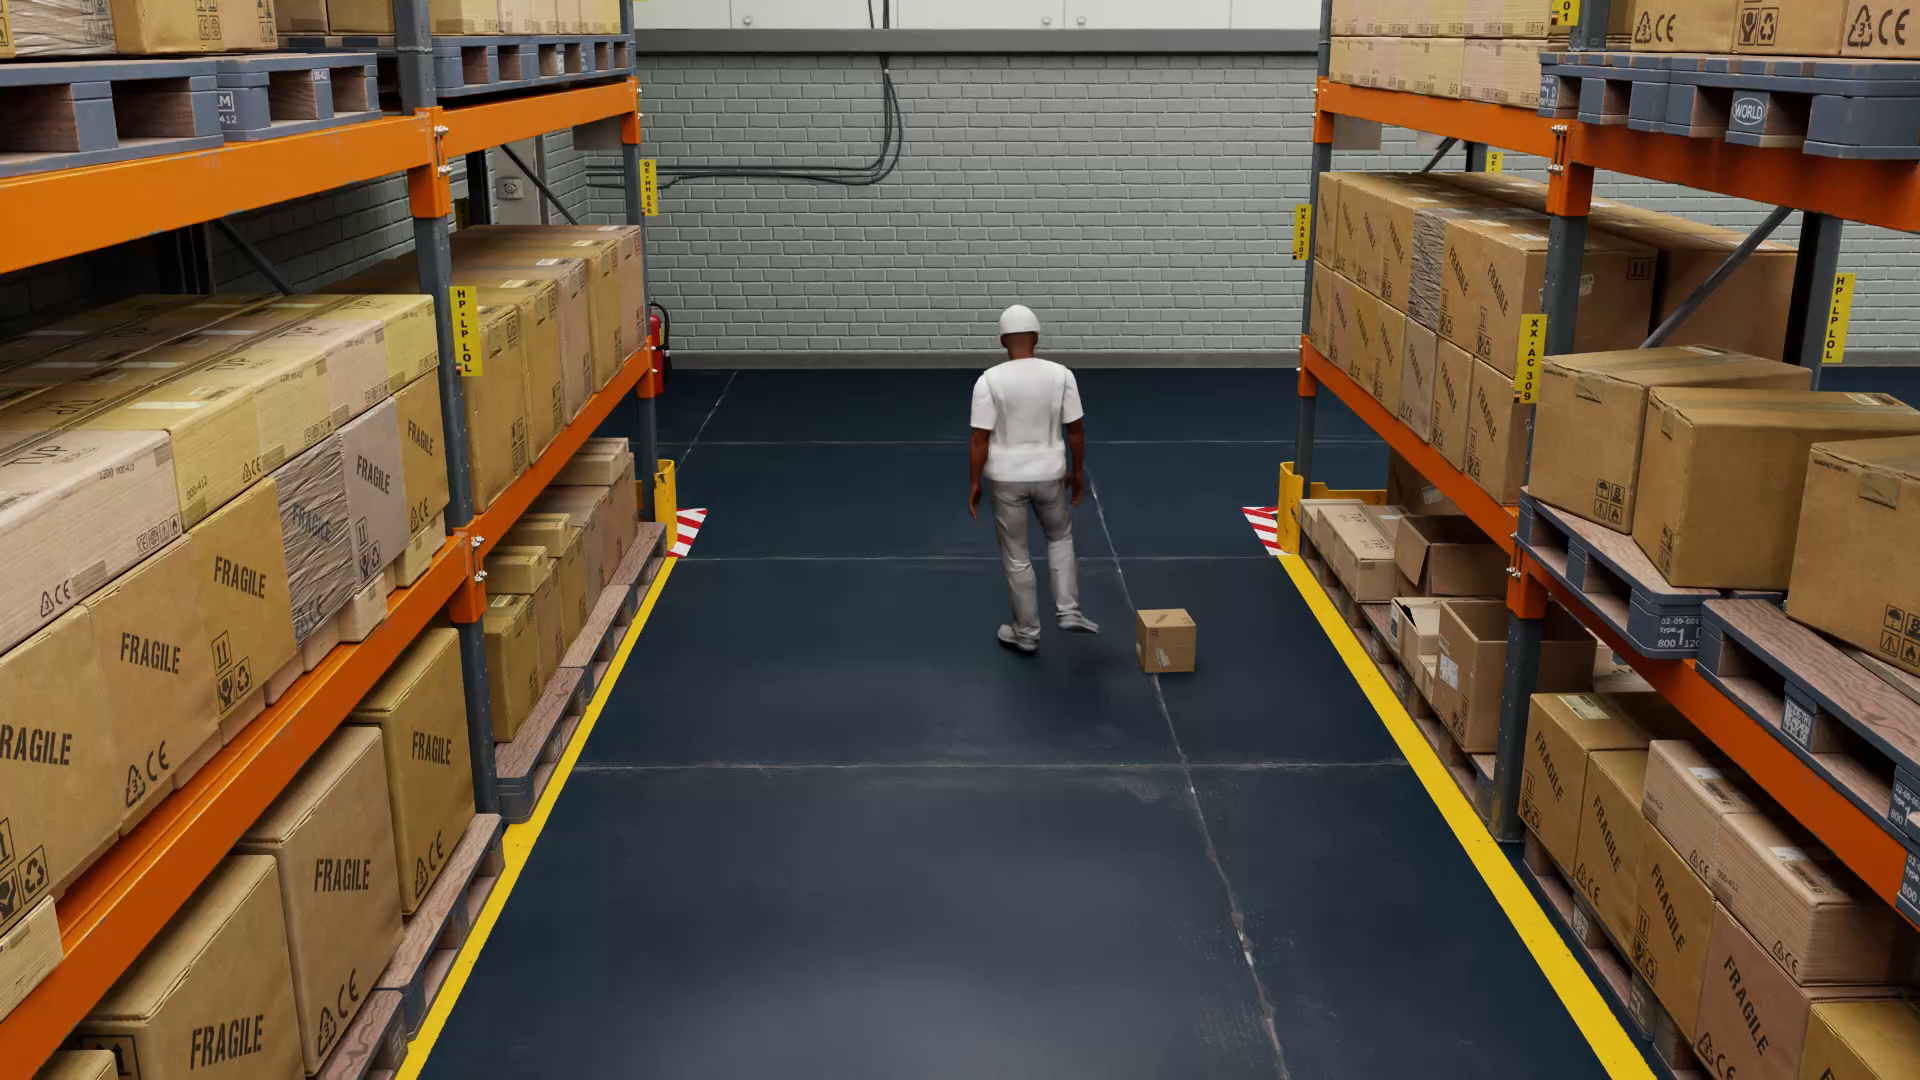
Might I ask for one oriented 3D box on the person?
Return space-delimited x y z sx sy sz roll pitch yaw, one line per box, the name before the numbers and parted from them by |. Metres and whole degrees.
person | 0.375 -0.313 8.458 0.685 1.755 0.497 -4 17 -12
